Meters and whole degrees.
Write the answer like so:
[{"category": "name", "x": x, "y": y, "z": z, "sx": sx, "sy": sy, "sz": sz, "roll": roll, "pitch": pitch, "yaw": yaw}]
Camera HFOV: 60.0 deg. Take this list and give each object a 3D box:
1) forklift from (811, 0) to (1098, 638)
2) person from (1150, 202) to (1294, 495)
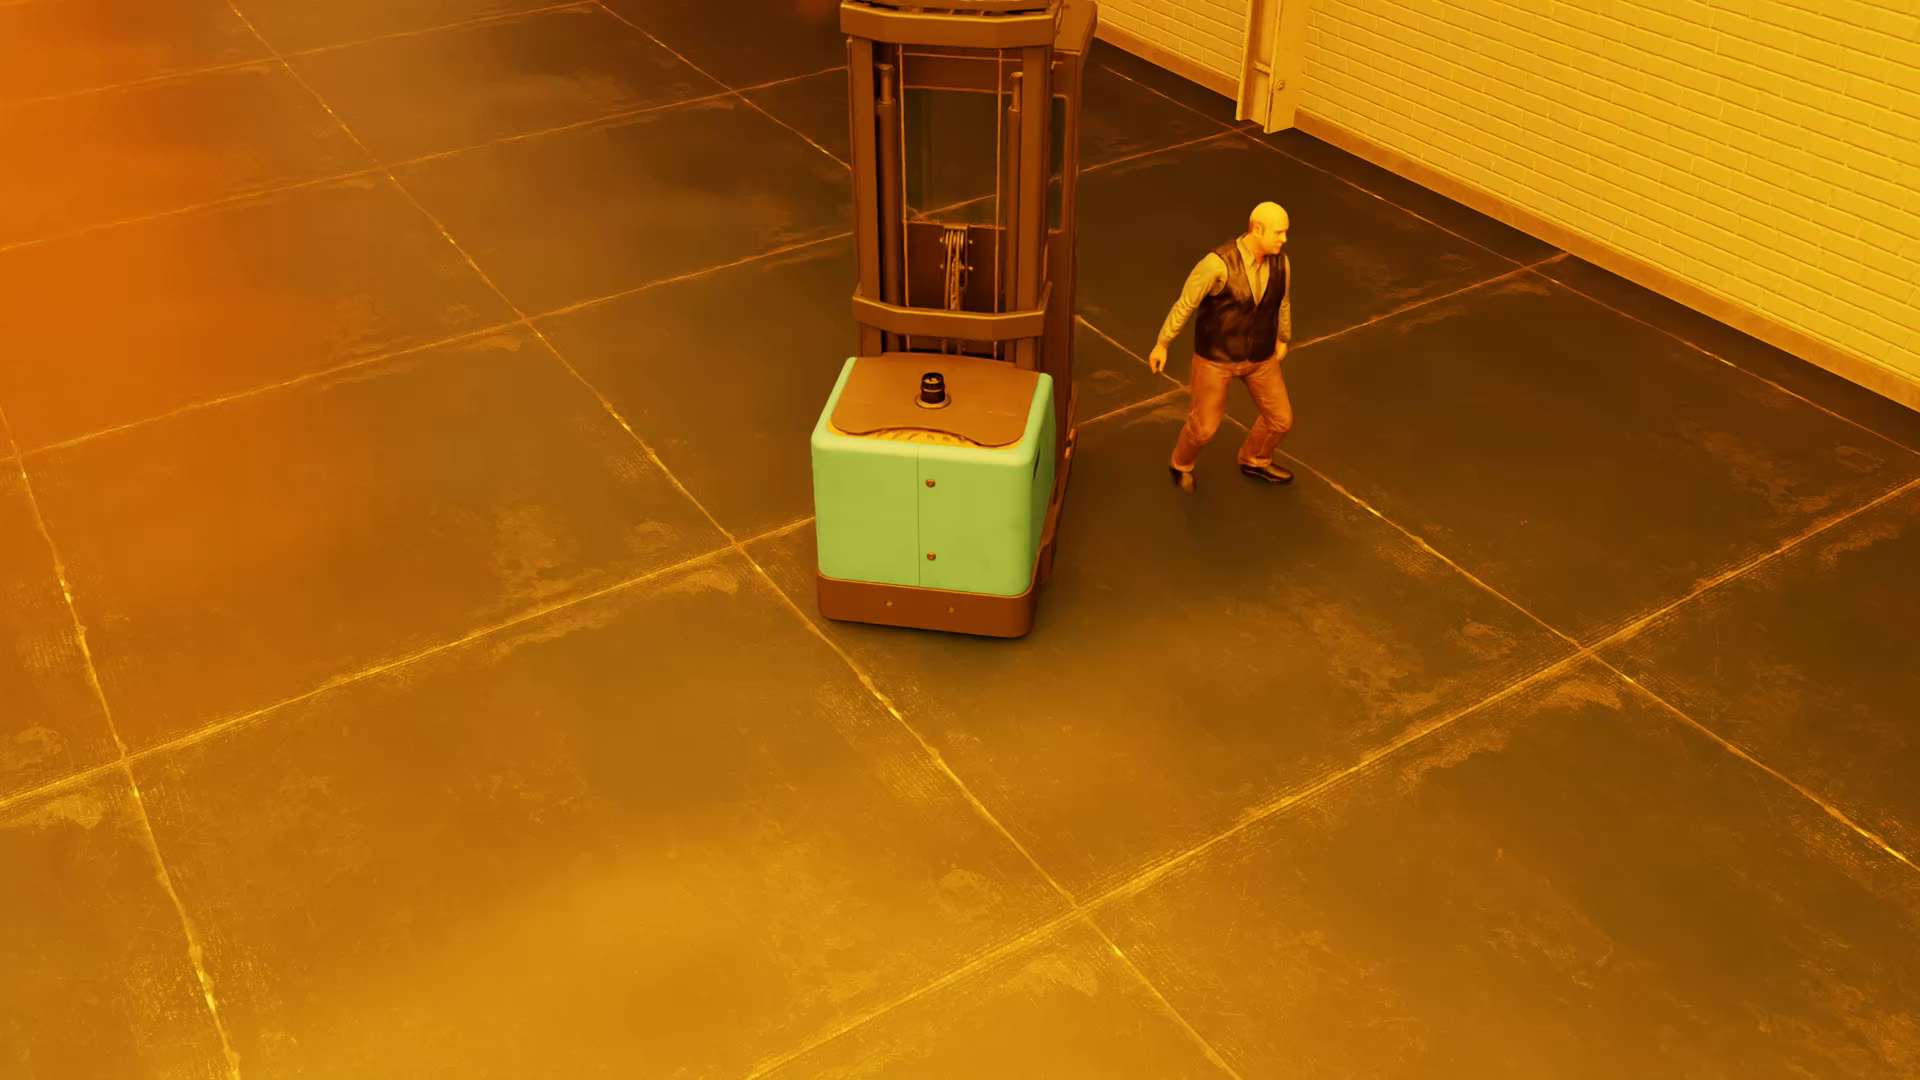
[{"category": "forklift", "x": 0.062, "y": -1.574, "z": 8.388, "sx": 1.130, "sy": 2.935, "sz": 3.031, "roll": 6, "pitch": 35, "yaw": 8}, {"category": "person", "x": 1.398, "y": -0.978, "z": 8.680, "sx": 0.846, "sy": 1.696, "sz": 0.433, "roll": -9, "pitch": 36, "yaw": -13}]
